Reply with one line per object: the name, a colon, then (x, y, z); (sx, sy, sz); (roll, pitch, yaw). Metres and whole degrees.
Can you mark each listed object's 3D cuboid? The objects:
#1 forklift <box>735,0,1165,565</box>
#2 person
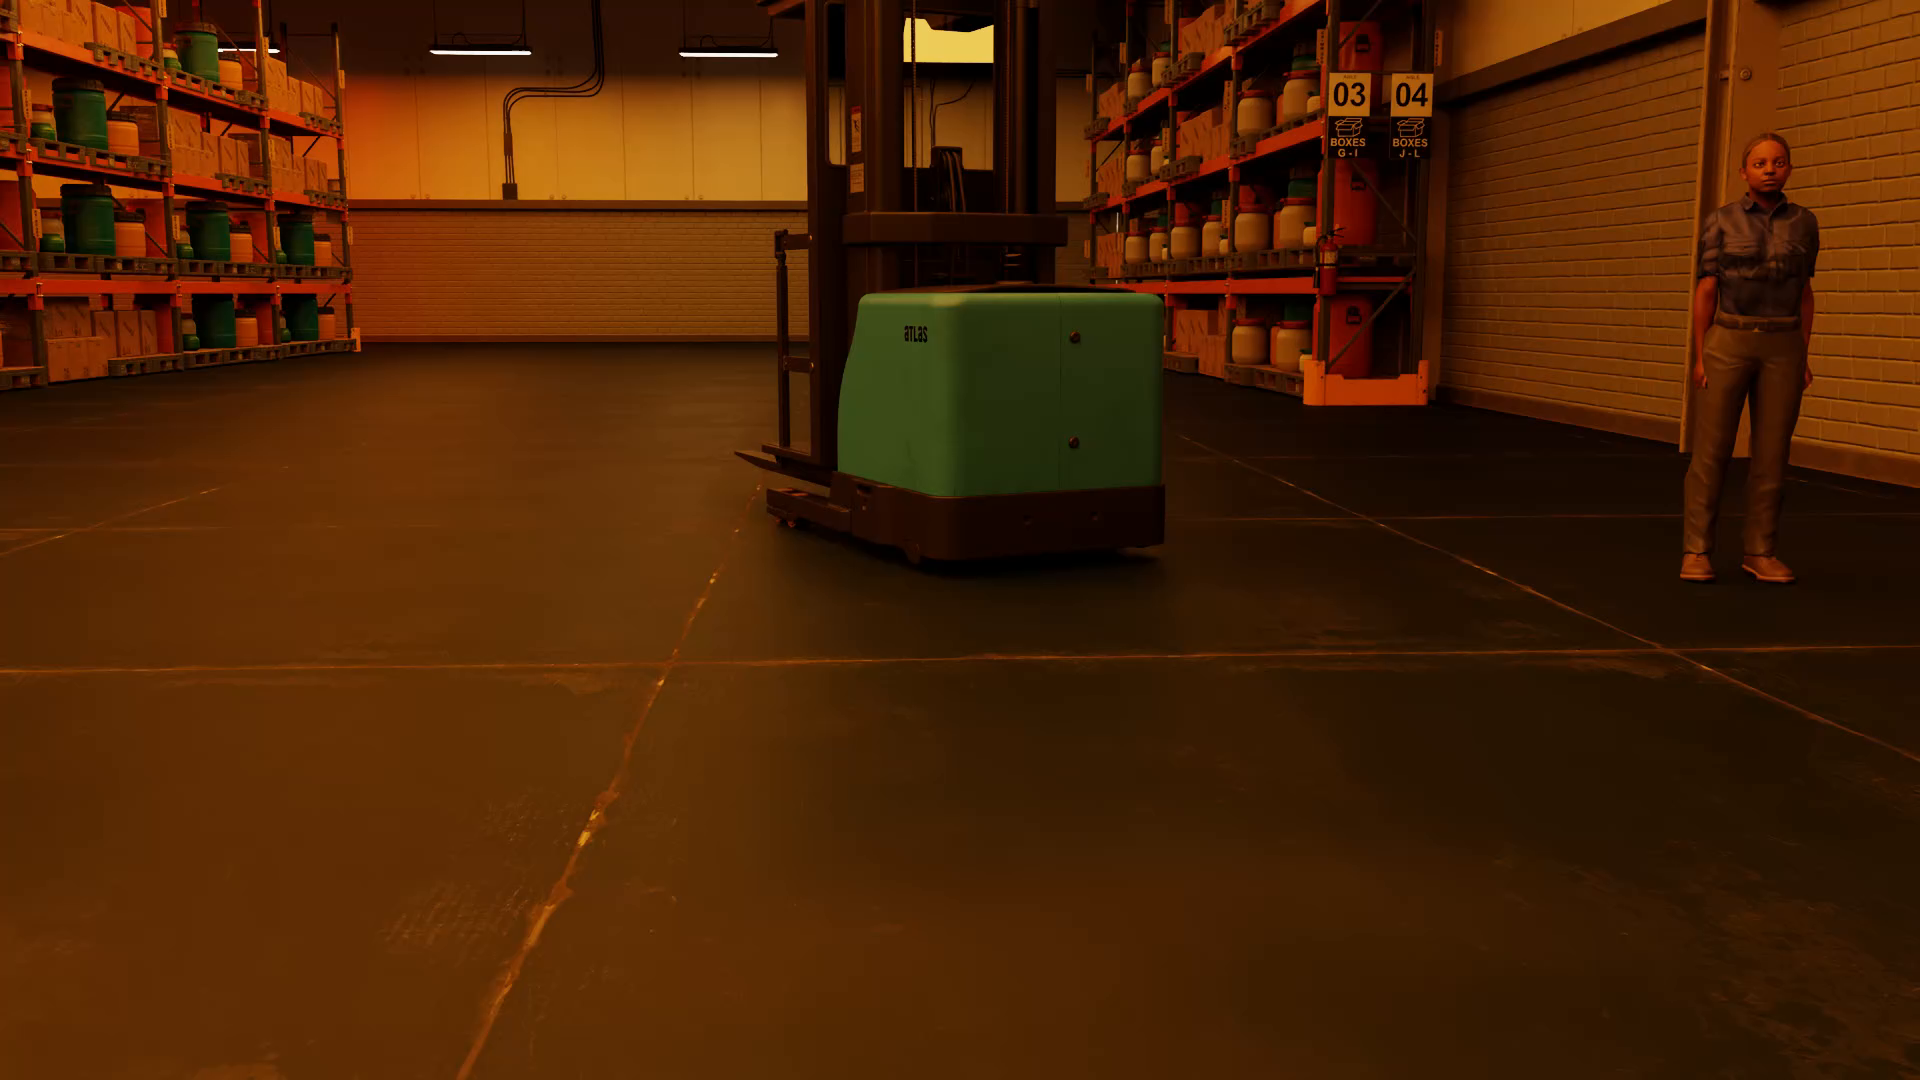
forklift: (-0.264, -1.530, 7.637); (1.130, 2.935, 3.031); (-4, 9, -25)
person: (2.963, -0.675, 6.223); (0.447, 1.661, 0.328); (1, 9, 8)
